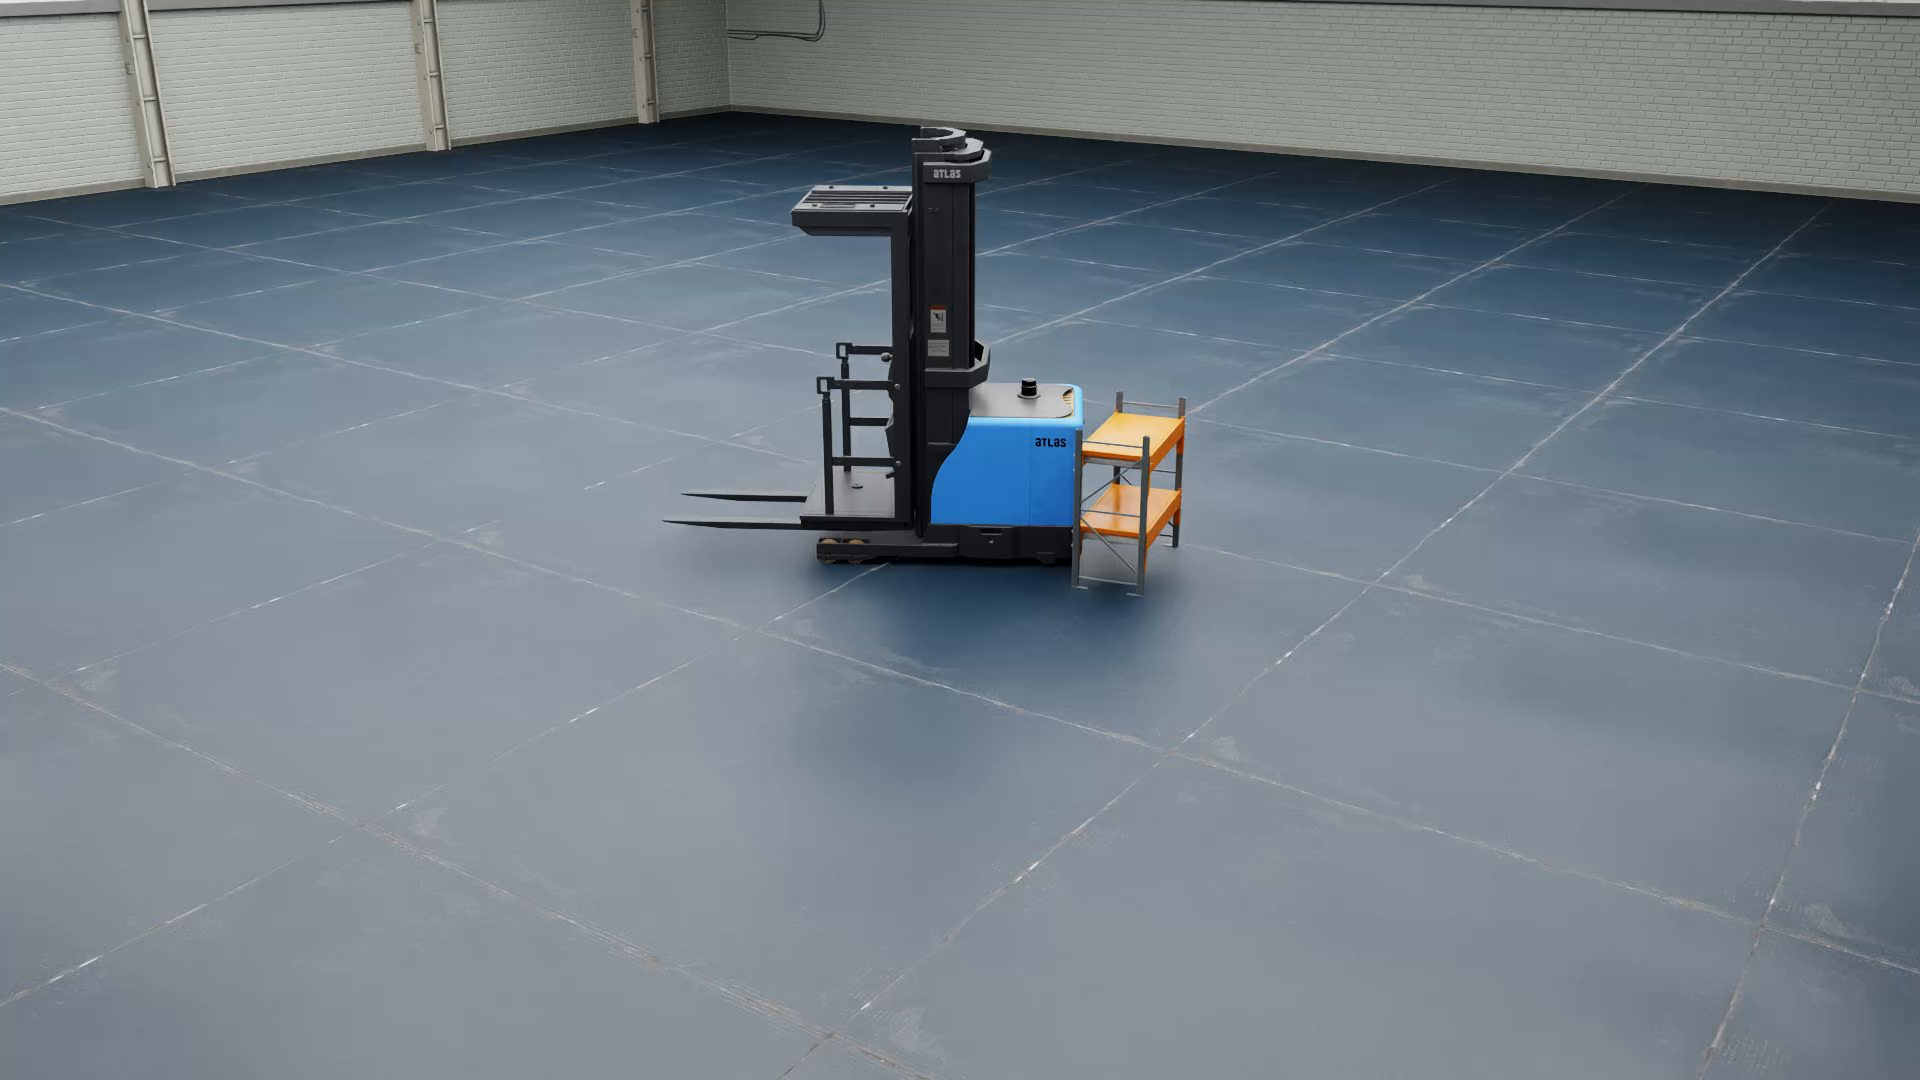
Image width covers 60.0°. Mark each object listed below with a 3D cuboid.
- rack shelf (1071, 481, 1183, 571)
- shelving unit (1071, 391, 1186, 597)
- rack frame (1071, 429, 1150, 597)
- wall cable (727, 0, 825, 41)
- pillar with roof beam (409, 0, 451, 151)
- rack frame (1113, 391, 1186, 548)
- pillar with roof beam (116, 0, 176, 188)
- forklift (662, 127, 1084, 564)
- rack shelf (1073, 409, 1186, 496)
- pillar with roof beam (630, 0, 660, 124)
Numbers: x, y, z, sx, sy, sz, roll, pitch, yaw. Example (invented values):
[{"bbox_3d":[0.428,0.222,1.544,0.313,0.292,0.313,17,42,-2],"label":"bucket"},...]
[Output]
[{"bbox_3d":[1.180,-0.113,11.653,0.538,0.278,1.000,7,22,19],"label":"rack shelf"},{"bbox_3d":[1.180,-0.342,11.568,0.538,1.125,1.048,7,22,19],"label":"shelving unit"},{"bbox_3d":[1.003,-0.177,11.121,0.500,1.125,0.032,7,22,19],"label":"rack frame"},{"bbox_3d":[-4.404,-12.952,38.786,3.097,2.526,0.112,13,24,32],"label":"wall cable"},{"bbox_3d":[-6.966,-11.260,29.735,9.100,9.000,0.400,13,24,32],"label":"pillar with roof beam"},{"bbox_3d":[1.357,-0.507,12.015,0.500,1.125,0.032,7,22,19],"label":"rack frame"},{"bbox_3d":[-10.339,-9.539,25.081,9.100,9.000,0.400,13,24,32],"label":"pillar with roof beam"},{"bbox_3d":[-0.623,-1.389,11.794,3.031,2.935,1.130,1,20,3],"label":"forklift"},{"bbox_3d":[1.180,-0.617,11.467,0.538,0.278,1.000,7,22,19],"label":"rack shelf"},{"bbox_3d":[-3.593,-12.982,34.389,9.100,9.000,0.400,13,24,32],"label":"pillar with roof beam"}]
